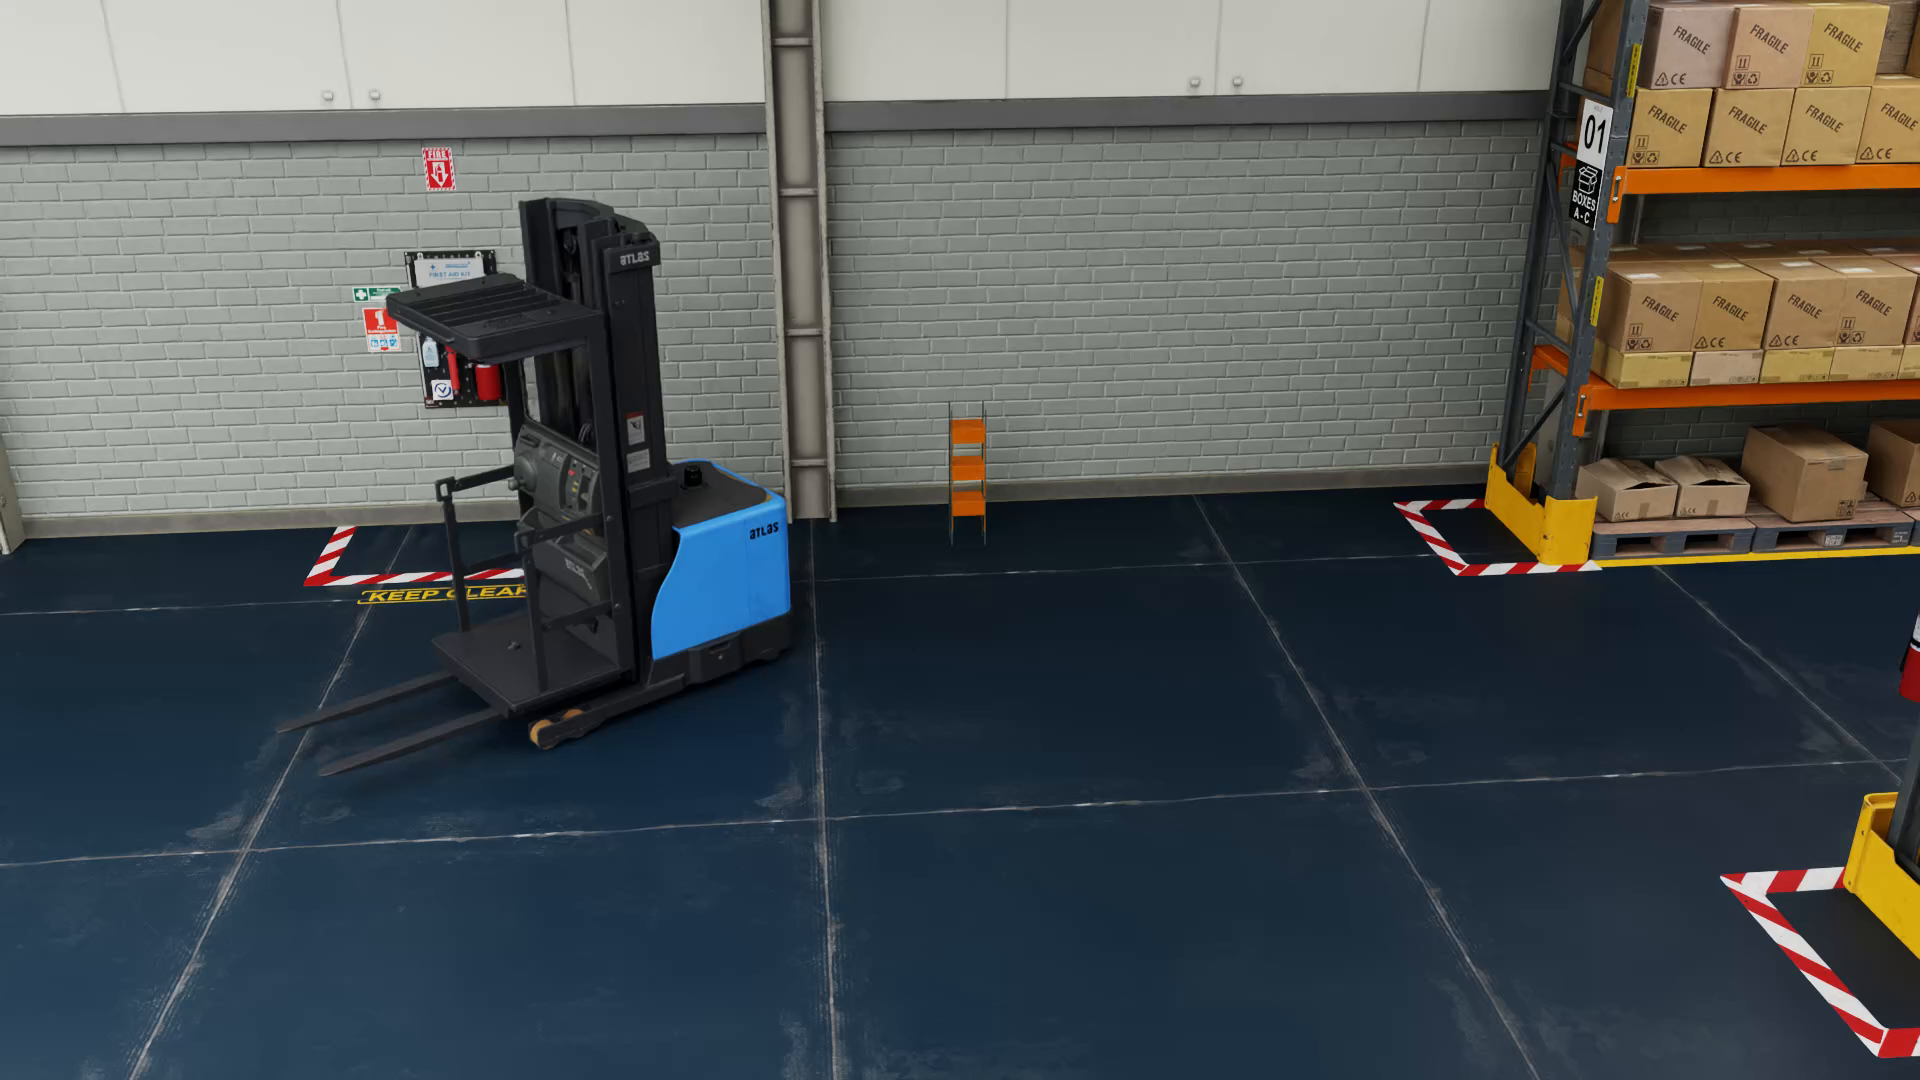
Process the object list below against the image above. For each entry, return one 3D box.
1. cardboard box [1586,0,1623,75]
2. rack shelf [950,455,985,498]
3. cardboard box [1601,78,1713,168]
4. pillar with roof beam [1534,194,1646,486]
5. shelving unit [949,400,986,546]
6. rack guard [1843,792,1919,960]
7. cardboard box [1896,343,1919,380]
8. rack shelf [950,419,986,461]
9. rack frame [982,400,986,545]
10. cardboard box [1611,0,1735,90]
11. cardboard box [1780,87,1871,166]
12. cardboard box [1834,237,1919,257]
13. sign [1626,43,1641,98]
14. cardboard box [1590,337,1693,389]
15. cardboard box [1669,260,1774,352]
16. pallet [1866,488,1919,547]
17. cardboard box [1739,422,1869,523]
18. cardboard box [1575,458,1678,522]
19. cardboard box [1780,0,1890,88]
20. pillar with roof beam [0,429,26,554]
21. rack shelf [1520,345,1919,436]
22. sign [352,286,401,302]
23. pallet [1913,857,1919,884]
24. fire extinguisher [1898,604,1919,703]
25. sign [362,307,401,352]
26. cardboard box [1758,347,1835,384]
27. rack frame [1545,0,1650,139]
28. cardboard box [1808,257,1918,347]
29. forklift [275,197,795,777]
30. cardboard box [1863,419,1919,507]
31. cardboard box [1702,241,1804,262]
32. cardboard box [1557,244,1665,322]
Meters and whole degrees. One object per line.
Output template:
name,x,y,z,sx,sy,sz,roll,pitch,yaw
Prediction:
cardboard box,4.619,-3.431,11.265,0.500,0.500,0.500,-1,24,-3
rack shelf,0.053,-0.472,12.106,0.240,0.259,0.215,-2,24,-5
cardboard box,4.573,-2.764,10.994,0.500,0.500,0.500,-2,24,-4
pillar with roof beam,5.251,-2.805,7.541,0.400,9.000,9.100,-2,24,-5
shelving unit,0.053,-0.482,12.102,0.252,1.050,0.215,-2,24,-5
rack guard,4.682,1.720,7.826,0.348,0.500,1.175,-2,24,-5
cardboard box,6.759,-1.342,11.796,0.500,0.250,0.500,-2,24,-5
rack shelf,0.053,-0.732,11.991,0.240,0.259,0.215,-2,24,-5
rack frame,0.175,-0.487,12.113,0.008,1.050,0.200,-2,24,-5
cardboard box,4.623,-3.225,10.802,0.500,0.500,0.500,-4,24,-9
cardboard box,5.627,-2.793,11.060,0.500,0.500,0.500,-1,24,-3
cardboard box,6.697,-1.898,12.123,0.500,0.500,0.500,-2,24,-4
sign,4.269,-2.977,10.545,0.005,0.325,0.100,-2,24,-5
cardboard box,4.733,-1.257,11.606,0.500,0.250,0.500,-3,24,-7
cardboard box,5.213,-1.622,11.504,0.500,0.500,0.500,-2,24,-5
pallet,7.532,-0.270,12.658,1.213,0.211,1.003,-2,24,-5
cardboard box,6.215,-0.508,12.295,0.500,0.500,0.700,-4,24,-8
cardboard box,4.913,-0.389,12.262,0.500,0.311,0.500,-5,24,-11
cardboard box,5.636,-3.250,10.857,0.500,0.500,0.500,-2,24,-4
pillar with roof beam,-6.691,-2.326,6.463,0.400,9.000,9.100,-2,24,-5
rack shelf,6.206,-1.177,12.151,4.000,0.370,1.077,-2,24,-5
sign,-4.162,-1.755,11.870,0.331,0.109,0.001,-2,24,-5
pallet,5.463,1.803,7.994,1.213,0.211,1.003,-2,24,-5
fire extinguisher,4.543,0.429,7.748,0.183,0.674,0.296,-2,24,-5
sign,-4.167,-1.516,11.985,0.234,0.329,0.001,-2,24,-5
cardboard box,5.756,-1.302,11.706,0.500,0.250,0.500,-3,24,-6
rack frame,4.216,-4.167,10.606,0.127,3.000,1.000,-2,24,-5
cardboard box,6.241,-1.666,11.602,0.500,0.500,0.500,-2,24,-3
forklift,-2.502,-0.373,9.540,3.031,2.935,1.130,-19,30,-37
cardboard box,7.167,-0.587,12.473,0.500,0.500,0.500,-4,24,-9
cardboard box,5.680,-1.852,12.021,0.500,0.500,0.500,-3,24,-7
cardboard box,4.664,-1.814,11.935,0.500,0.500,0.500,-3,24,-6
